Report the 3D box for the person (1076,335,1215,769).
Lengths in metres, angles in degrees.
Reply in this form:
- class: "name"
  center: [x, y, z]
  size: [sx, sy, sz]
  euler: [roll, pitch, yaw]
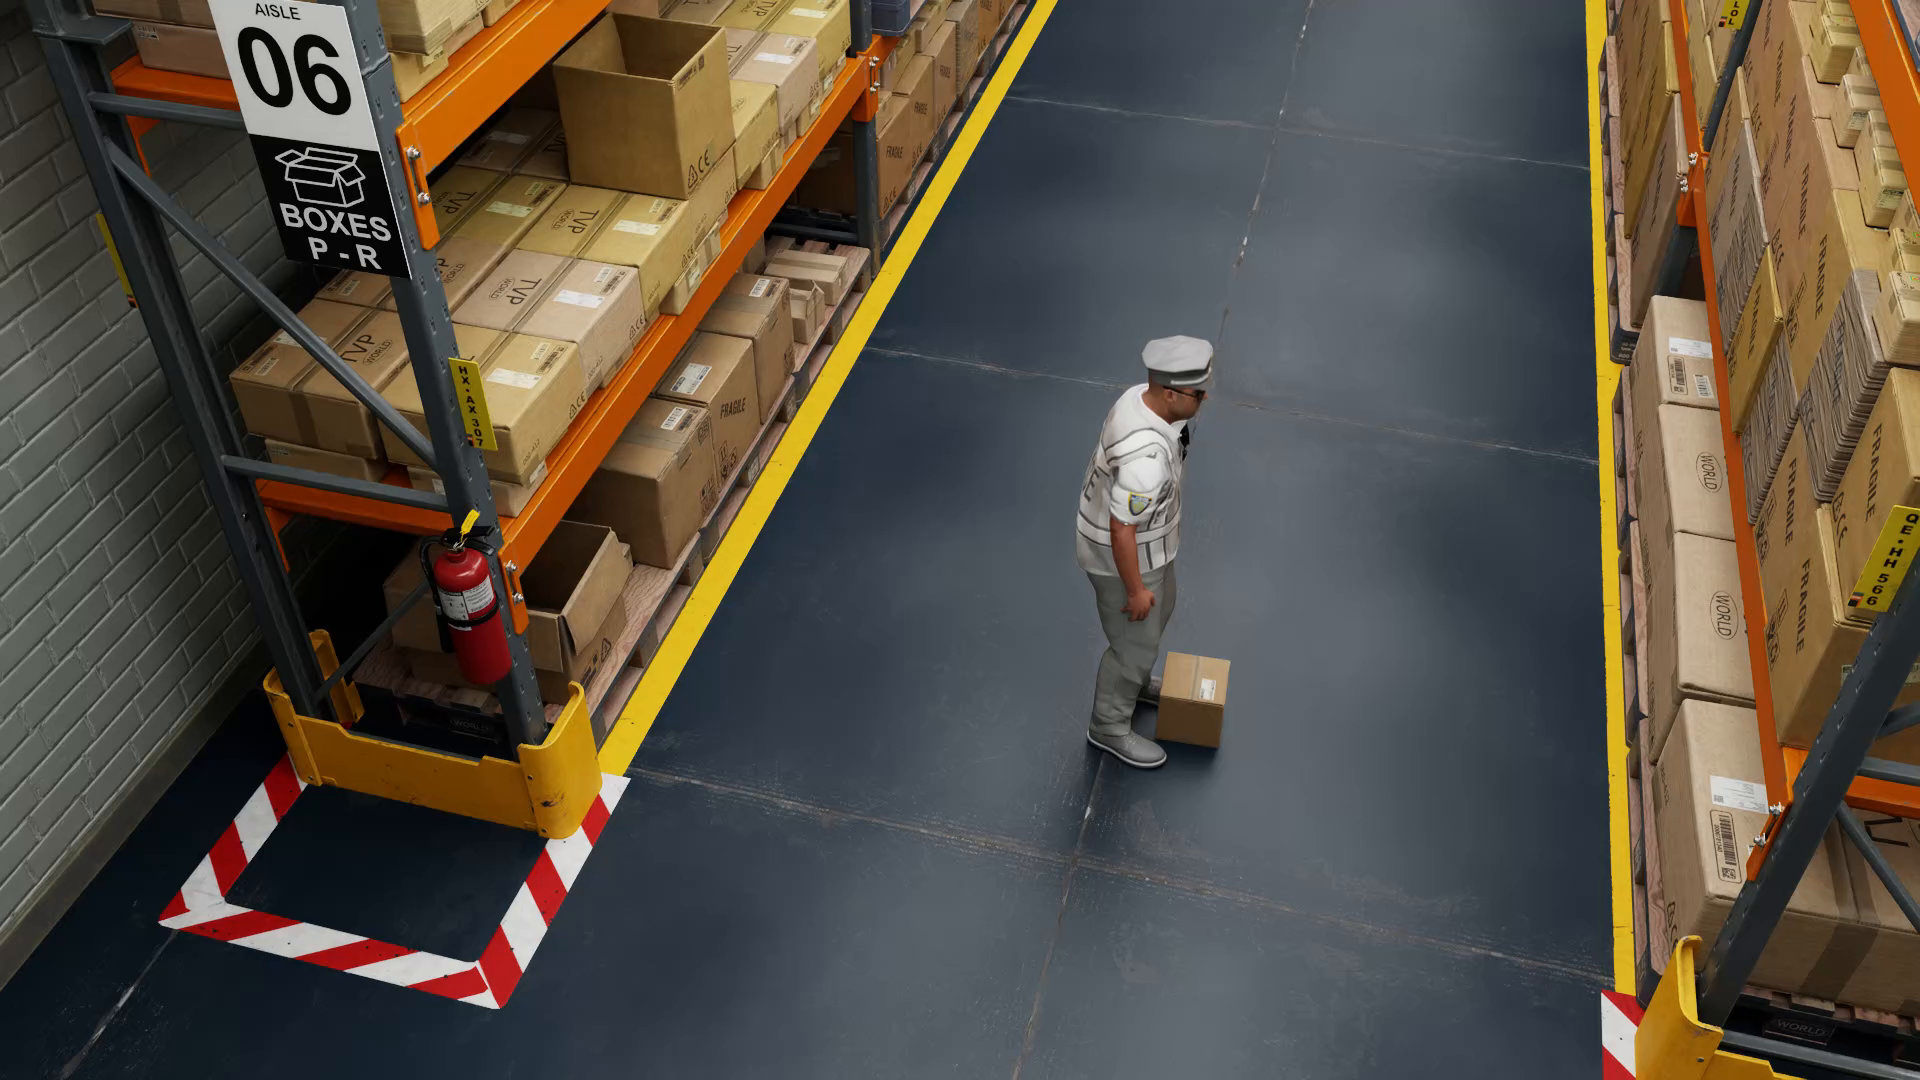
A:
- class: "person"
  center: [0.667, 0.026, 6.122]
  size: [0.479, 1.746, 0.593]
  euler: [8, 41, 9]
